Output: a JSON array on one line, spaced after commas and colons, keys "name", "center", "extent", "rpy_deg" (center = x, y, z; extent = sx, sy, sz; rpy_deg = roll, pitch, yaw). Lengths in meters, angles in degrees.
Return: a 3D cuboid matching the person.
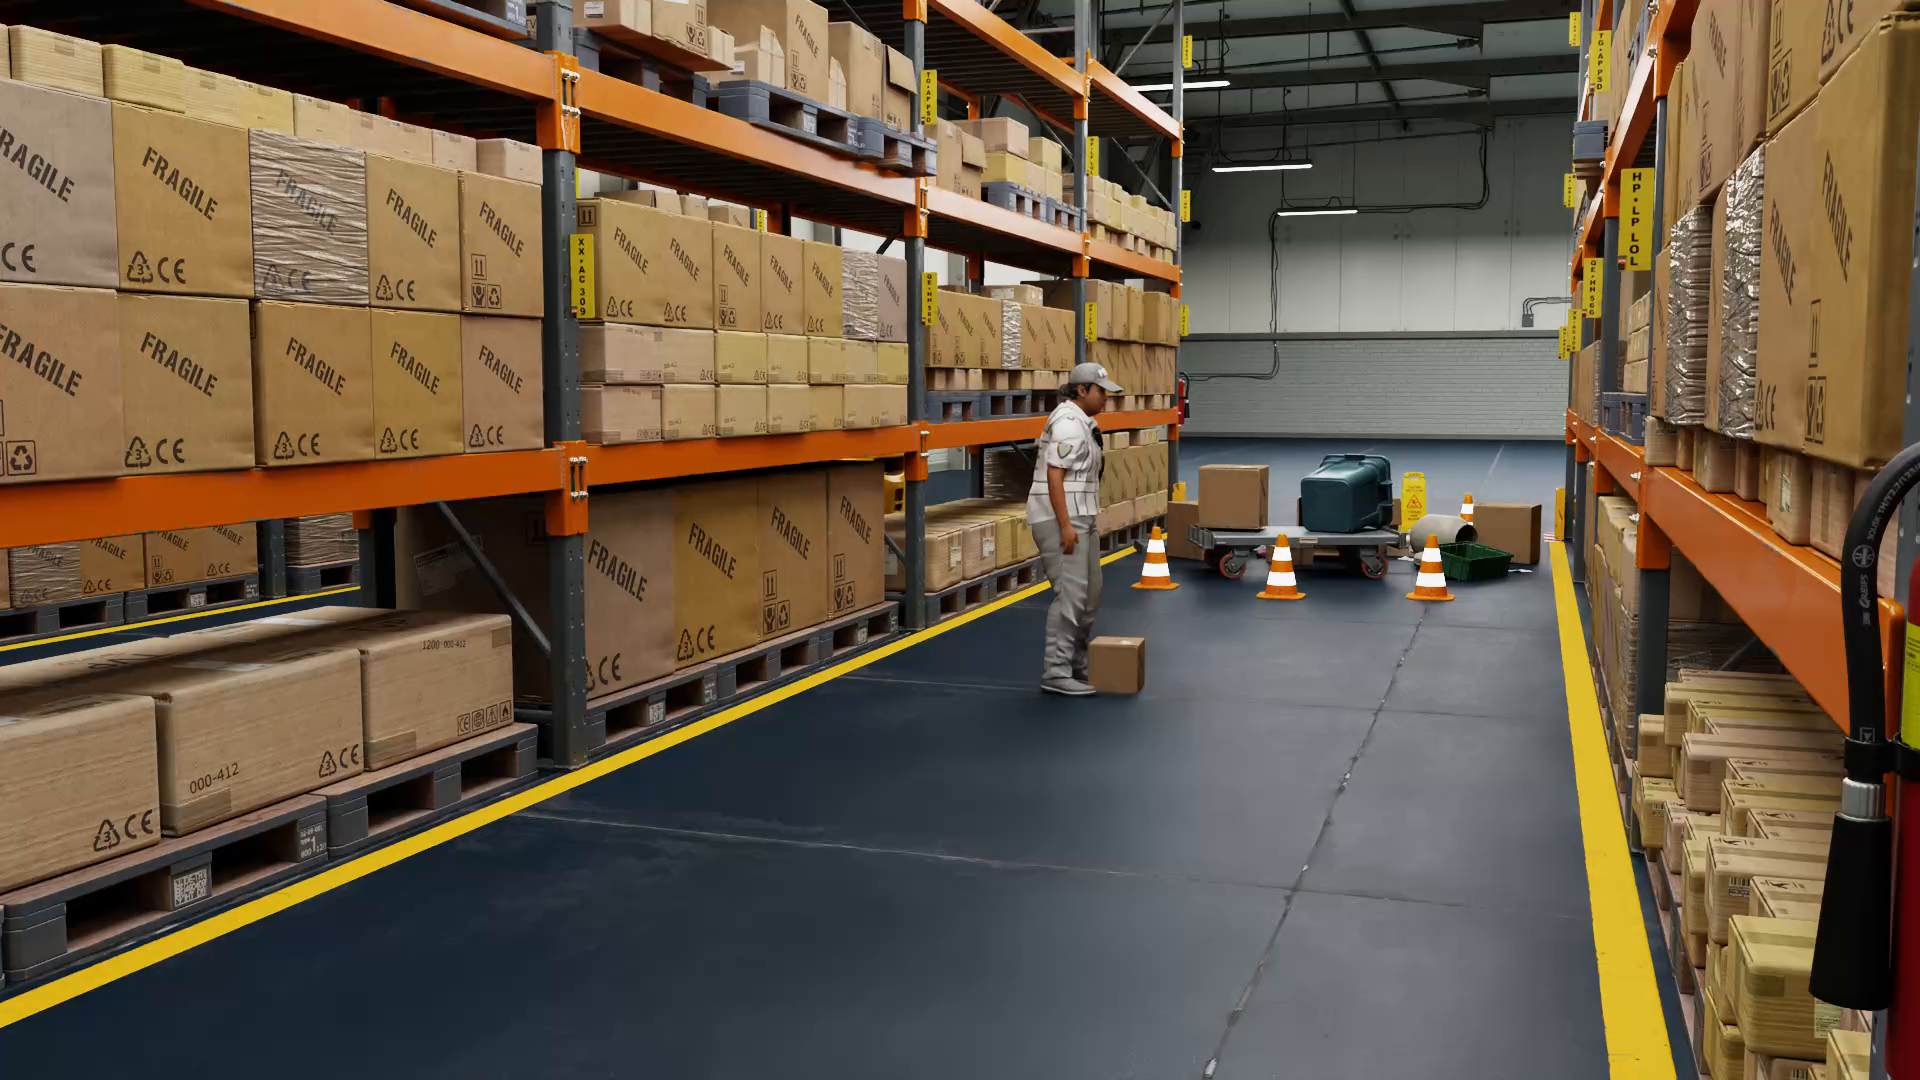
[{"name": "person", "center": [0.587, -0.071, 8.482], "extent": [0.470, 1.664, 0.549], "rpy_deg": [2, 6, 16]}]
